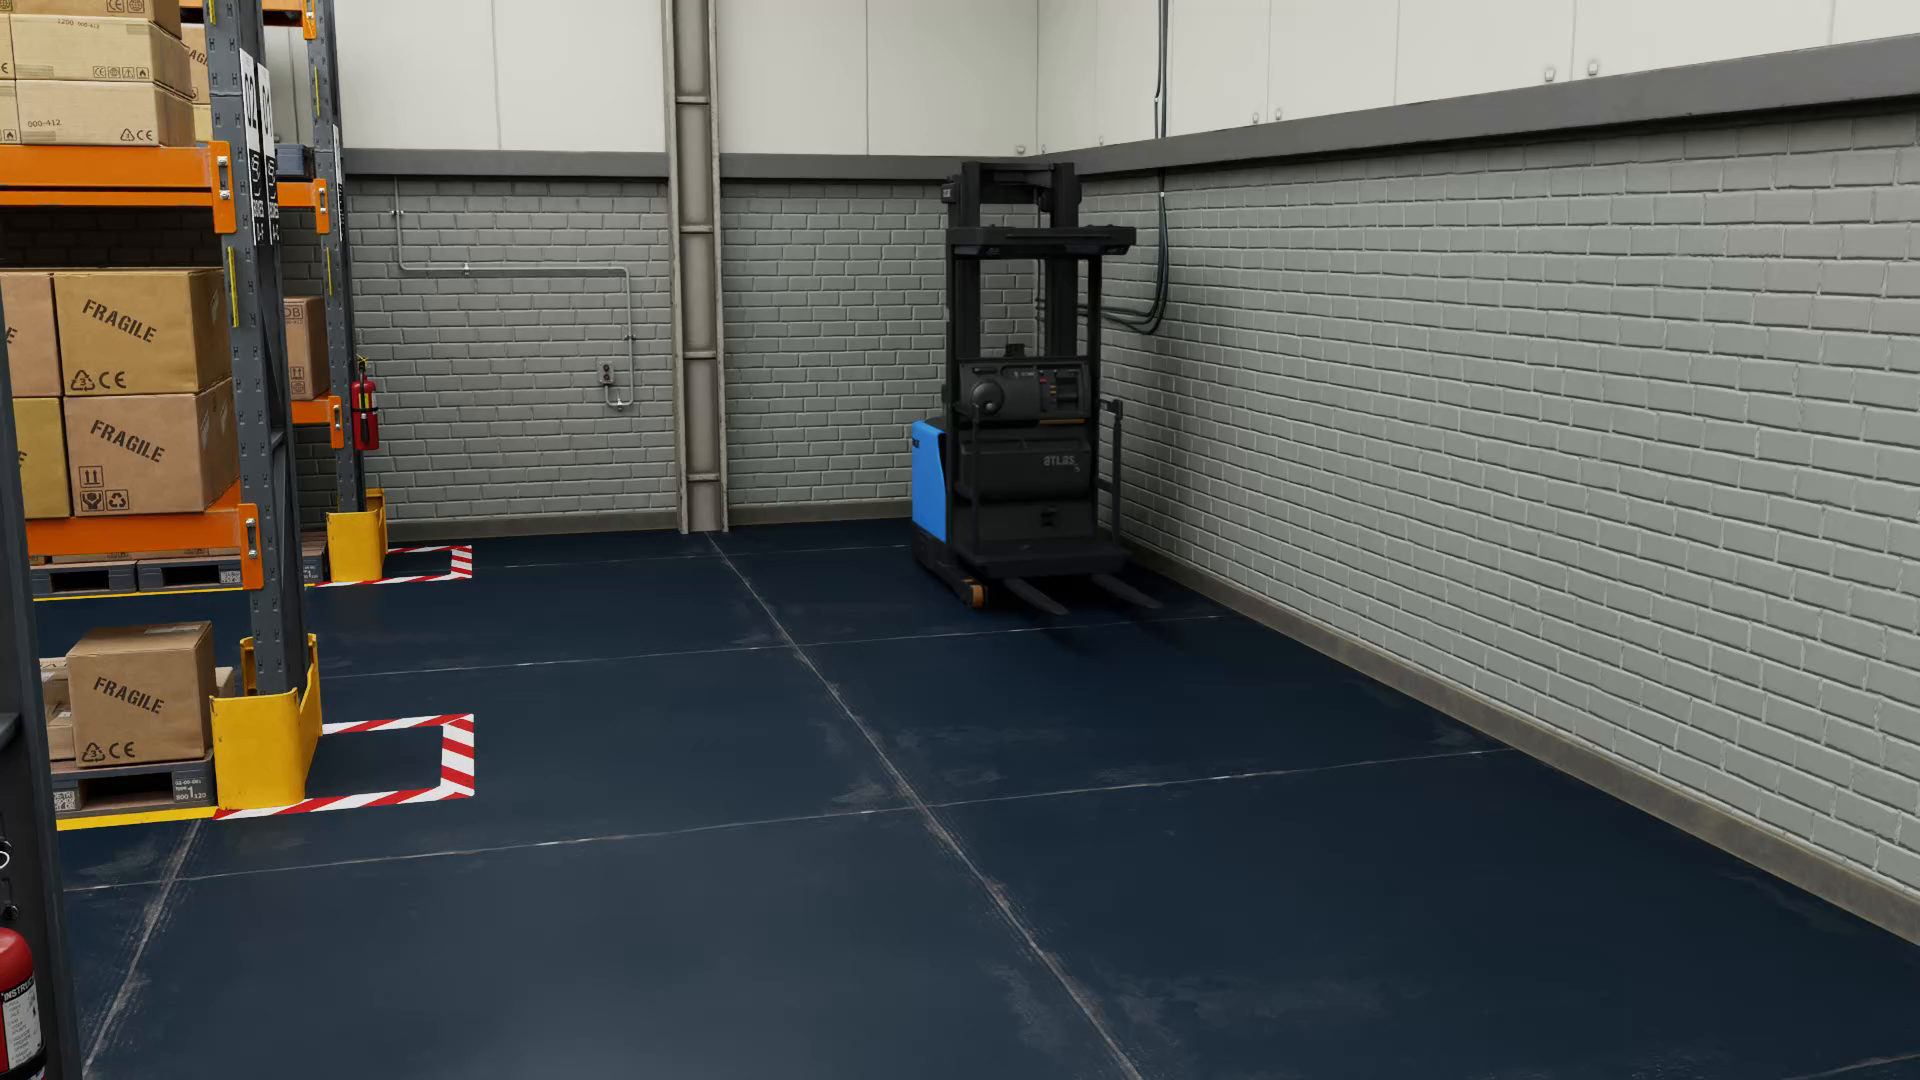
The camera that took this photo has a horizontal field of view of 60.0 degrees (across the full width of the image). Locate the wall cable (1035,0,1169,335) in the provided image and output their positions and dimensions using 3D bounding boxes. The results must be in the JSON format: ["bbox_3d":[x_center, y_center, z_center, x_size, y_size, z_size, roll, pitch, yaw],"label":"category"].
[{"bbox_3d":[1.013,-2.924,13.150,0.112,2.526,3.097,-3,11,-16],"label":"wall cable"}]

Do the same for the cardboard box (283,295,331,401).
[{"bbox_3d":[-5.005,-1.396,12.018,0.700,0.700,0.980,-3,11,-13],"label":"cardboard box"}]

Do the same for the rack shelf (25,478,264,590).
[{"bbox_3d":[-5.050,0.040,7.034,4.000,0.370,1.077,-3,11,-16],"label":"rack shelf"}]

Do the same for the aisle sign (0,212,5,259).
[{"bbox_3d":[-1.763,-0.888,2.905,0.004,0.787,0.394,-3,11,-16],"label":"aisle sign"}]

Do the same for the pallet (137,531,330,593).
[{"bbox_3d":[-5.264,0.149,12.154,1.213,0.211,1.003,-3,11,-16],"label":"pallet"}]

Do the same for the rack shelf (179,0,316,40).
[{"bbox_3d":[-6.438,-3.575,11.203,4.000,0.370,1.077,-3,11,-16],"label":"rack shelf"}]

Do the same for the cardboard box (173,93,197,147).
[{"bbox_3d":[-3.694,-1.835,7.359,0.500,0.250,0.500,-3,11,-16],"label":"cardboard box"}]

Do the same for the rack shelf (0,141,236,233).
[{"bbox_3d":[-5.050,-1.436,6.762,4.000,0.370,1.077,-3,11,-16],"label":"rack shelf"}]

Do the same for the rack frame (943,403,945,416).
[{"bbox_3d":[-0.102,-0.585,13.409,0.006,1.200,0.240,-3,11,-16],"label":"rack frame"}]

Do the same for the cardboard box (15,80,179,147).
[{"bbox_3d":[-3.549,-1.745,6.870,0.500,0.250,0.500,-3,11,-16],"label":"cardboard box"}]

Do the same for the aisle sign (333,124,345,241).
[{"bbox_3d":[-4.365,-2.506,11.696,0.004,0.787,0.394,-3,11,-16],"label":"aisle sign"}]

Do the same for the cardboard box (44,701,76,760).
[{"bbox_3d":[-3.997,0.837,7.327,0.250,0.166,0.380,-3,11,-16],"label":"cardboard box"}]

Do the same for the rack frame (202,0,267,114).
[{"bbox_3d":[-3.130,-3.366,6.975,0.127,3.000,1.000,-3,11,-16],"label":"rack frame"}]

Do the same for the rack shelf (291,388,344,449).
[{"bbox_3d":[-6.438,-0.821,11.710,4.000,0.370,1.077,-3,11,-16],"label":"rack shelf"}]

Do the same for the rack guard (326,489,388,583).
[{"bbox_3d":[-4.495,-0.048,12.428,0.348,0.500,1.175,-3,11,-16],"label":"rack guard"}]

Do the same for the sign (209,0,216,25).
[{"bbox_3d":[-2.994,-2.229,6.637,0.005,0.325,0.100,-3,11,-16],"label":"sign"}]

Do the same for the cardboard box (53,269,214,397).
[{"bbox_3d":[-3.480,-0.886,7.037,0.500,0.500,0.500,-3,11,-16],"label":"cardboard box"}]

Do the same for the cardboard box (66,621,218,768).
[{"bbox_3d":[-3.583,0.668,7.323,0.500,0.500,0.500,-3,11,-16],"label":"cardboard box"}]

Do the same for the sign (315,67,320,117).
[{"bbox_3d":[-4.379,-3.053,11.334,0.005,0.325,0.100,-3,11,-16],"label":"sign"}]

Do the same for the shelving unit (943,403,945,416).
[{"bbox_3d":[-0.014,-0.589,13.434,0.189,1.200,0.258,-3,11,-16],"label":"shelving unit"}]

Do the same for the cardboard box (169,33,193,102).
[{"bbox_3d":[-3.696,-2.082,7.320,0.500,0.250,0.500,-3,11,-16],"label":"cardboard box"}]

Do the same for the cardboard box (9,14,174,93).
[{"bbox_3d":[-3.552,-1.992,6.833,0.500,0.250,0.500,-3,11,-16],"label":"cardboard box"}]

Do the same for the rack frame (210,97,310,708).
[{"bbox_3d":[-3.130,-0.415,7.518,0.127,3.000,1.000,-3,11,-16],"label":"rack frame"}]

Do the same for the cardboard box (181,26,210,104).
[{"bbox_3d":[-5.144,-3.218,11.363,0.500,0.500,0.500,-3,11,-16],"label":"cardboard box"}]

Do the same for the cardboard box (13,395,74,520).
[{"bbox_3d":[-3.981,-0.368,6.983,0.500,0.500,0.500,-3,11,-15],"label":"cardboard box"}]

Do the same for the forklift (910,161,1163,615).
[{"bbox_3d":[0.507,-1.061,11.212,1.130,2.935,3.031,-3,11,-15],"label":"forklift"}]

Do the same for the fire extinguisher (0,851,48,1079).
[{"bbox_3d":[-1.477,0.739,2.493,0.183,0.674,0.296,-3,11,-16],"label":"fire extinguisher"}]

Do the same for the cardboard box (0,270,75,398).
[{"bbox_3d":[-3.965,-0.860,6.897,0.500,0.500,0.500,-3,11,-14],"label":"cardboard box"}]

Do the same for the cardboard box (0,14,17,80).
[{"bbox_3d":[-4.032,-1.967,6.695,0.500,0.250,0.500,-3,11,-16],"label":"cardboard box"}]

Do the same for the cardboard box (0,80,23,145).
[{"bbox_3d":[-4.032,-1.722,6.743,0.500,0.250,0.500,-3,11,-16],"label":"cardboard box"}]

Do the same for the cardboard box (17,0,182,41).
[{"bbox_3d":[-3.618,-2.403,6.991,0.500,0.500,0.700,-3,11,-16],"label":"cardboard box"}]

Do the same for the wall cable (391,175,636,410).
[{"bbox_3d":[-3.553,-2.005,13.348,1.851,1.984,0.084,-3,11,-16],"label":"wall cable"}]

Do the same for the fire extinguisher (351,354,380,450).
[{"bbox_3d":[-4.244,-0.982,11.841,0.183,0.674,0.296,-3,11,-16],"label":"fire extinguisher"}]

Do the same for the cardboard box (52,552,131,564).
[{"bbox_3d":[-6.125,-0.150,11.820,0.500,0.500,0.700,-3,11,-18],"label":"cardboard box"}]

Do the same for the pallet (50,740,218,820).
[{"bbox_3d":[-3.968,1.000,7.530,1.213,0.211,1.003,-3,11,-16],"label":"pallet"}]

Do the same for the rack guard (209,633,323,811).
[{"bbox_3d":[-3.203,0.818,7.724,0.348,0.500,1.175,-3,11,-16],"label":"rack guard"}]

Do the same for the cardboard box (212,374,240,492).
[{"bbox_3d":[-3.629,-0.488,7.636,0.500,0.500,0.500,-3,11,-15],"label":"cardboard box"}]

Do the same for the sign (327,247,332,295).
[{"bbox_3d":[-4.379,-1.867,11.552,0.005,0.325,0.100,-3,11,-16],"label":"sign"}]

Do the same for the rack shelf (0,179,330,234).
[{"bbox_3d":[-6.438,-2.297,11.439,4.000,0.370,1.077,-3,11,-16],"label":"rack shelf"}]

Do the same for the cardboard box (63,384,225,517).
[{"bbox_3d":[-3.484,-0.395,7.129,0.500,0.500,0.500,-3,11,-14],"label":"cardboard box"}]

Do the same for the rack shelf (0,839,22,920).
[{"bbox_3d":[-3.669,0.901,2.355,4.000,0.370,1.077,-3,11,-16],"label":"rack shelf"}]

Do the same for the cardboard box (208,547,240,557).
[{"bbox_3d":[-5.162,-0.201,12.096,0.500,0.500,0.700,-3,11,-16],"label":"cardboard box"}]

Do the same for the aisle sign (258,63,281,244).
[{"bbox_3d":[-3.146,-1.748,7.579,0.004,0.787,0.394,-3,11,-16],"label":"aisle sign"}]

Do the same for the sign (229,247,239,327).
[{"bbox_3d":[-2.994,-1.043,6.855,0.005,0.325,0.100,-3,11,-16],"label":"sign"}]

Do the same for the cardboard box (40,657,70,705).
[{"bbox_3d":[-4.211,0.724,7.708,0.500,0.250,0.500,-3,11,-16],"label":"cardboard box"}]

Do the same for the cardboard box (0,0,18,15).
[{"bbox_3d":[-4.122,-2.392,6.933,0.500,0.500,0.700,-3,11,-16],"label":"cardboard box"}]

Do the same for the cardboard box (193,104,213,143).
[{"bbox_3d":[-5.147,-2.850,11.438,0.500,0.250,0.500,-3,11,-14],"label":"cardboard box"}]

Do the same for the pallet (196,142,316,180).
[{"bbox_3d":[-5.227,-2.669,11.718,1.213,0.211,1.003,-3,11,-16],"label":"pallet"}]

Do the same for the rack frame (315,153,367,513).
[{"bbox_3d":[-4.518,-1.276,12.195,0.127,3.000,1.000,-3,11,-16],"label":"rack frame"}]

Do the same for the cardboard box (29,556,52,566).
[{"bbox_3d":[-6.635,-0.122,11.666,0.500,0.500,0.700,-3,11,-15],"label":"cardboard box"}]

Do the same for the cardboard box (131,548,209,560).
[{"bbox_3d":[-5.642,-0.175,11.959,0.500,0.500,0.700,-3,11,-16],"label":"cardboard box"}]

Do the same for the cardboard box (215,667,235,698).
[{"bbox_3d":[-3.628,0.732,7.946,0.250,0.149,0.380,-3,11,-16],"label":"cardboard box"}]

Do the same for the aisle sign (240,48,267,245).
[{"bbox_3d":[-2.978,-1.644,7.012,0.004,0.787,0.394,-3,11,-16],"label":"aisle sign"}]

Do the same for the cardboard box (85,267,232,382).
[{"bbox_3d":[-3.629,-0.980,7.546,0.500,0.500,0.500,-3,11,-14],"label":"cardboard box"}]

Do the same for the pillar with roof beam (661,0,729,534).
[{"bbox_3d":[-0.964,-3.765,9.146,0.400,9.000,9.100,-3,11,-16],"label":"pillar with roof beam"}]

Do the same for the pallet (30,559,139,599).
[{"bbox_3d":[-6.433,0.210,11.822,1.213,0.211,1.003,-3,11,-16],"label":"pallet"}]

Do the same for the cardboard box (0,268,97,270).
[{"bbox_3d":[-4.129,-0.952,7.395,0.500,0.500,0.500,-3,11,-15],"label":"cardboard box"}]

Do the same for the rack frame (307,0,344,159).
[{"bbox_3d":[-4.518,-4.227,11.652,0.127,3.000,1.000,-3,11,-16],"label":"rack frame"}]
